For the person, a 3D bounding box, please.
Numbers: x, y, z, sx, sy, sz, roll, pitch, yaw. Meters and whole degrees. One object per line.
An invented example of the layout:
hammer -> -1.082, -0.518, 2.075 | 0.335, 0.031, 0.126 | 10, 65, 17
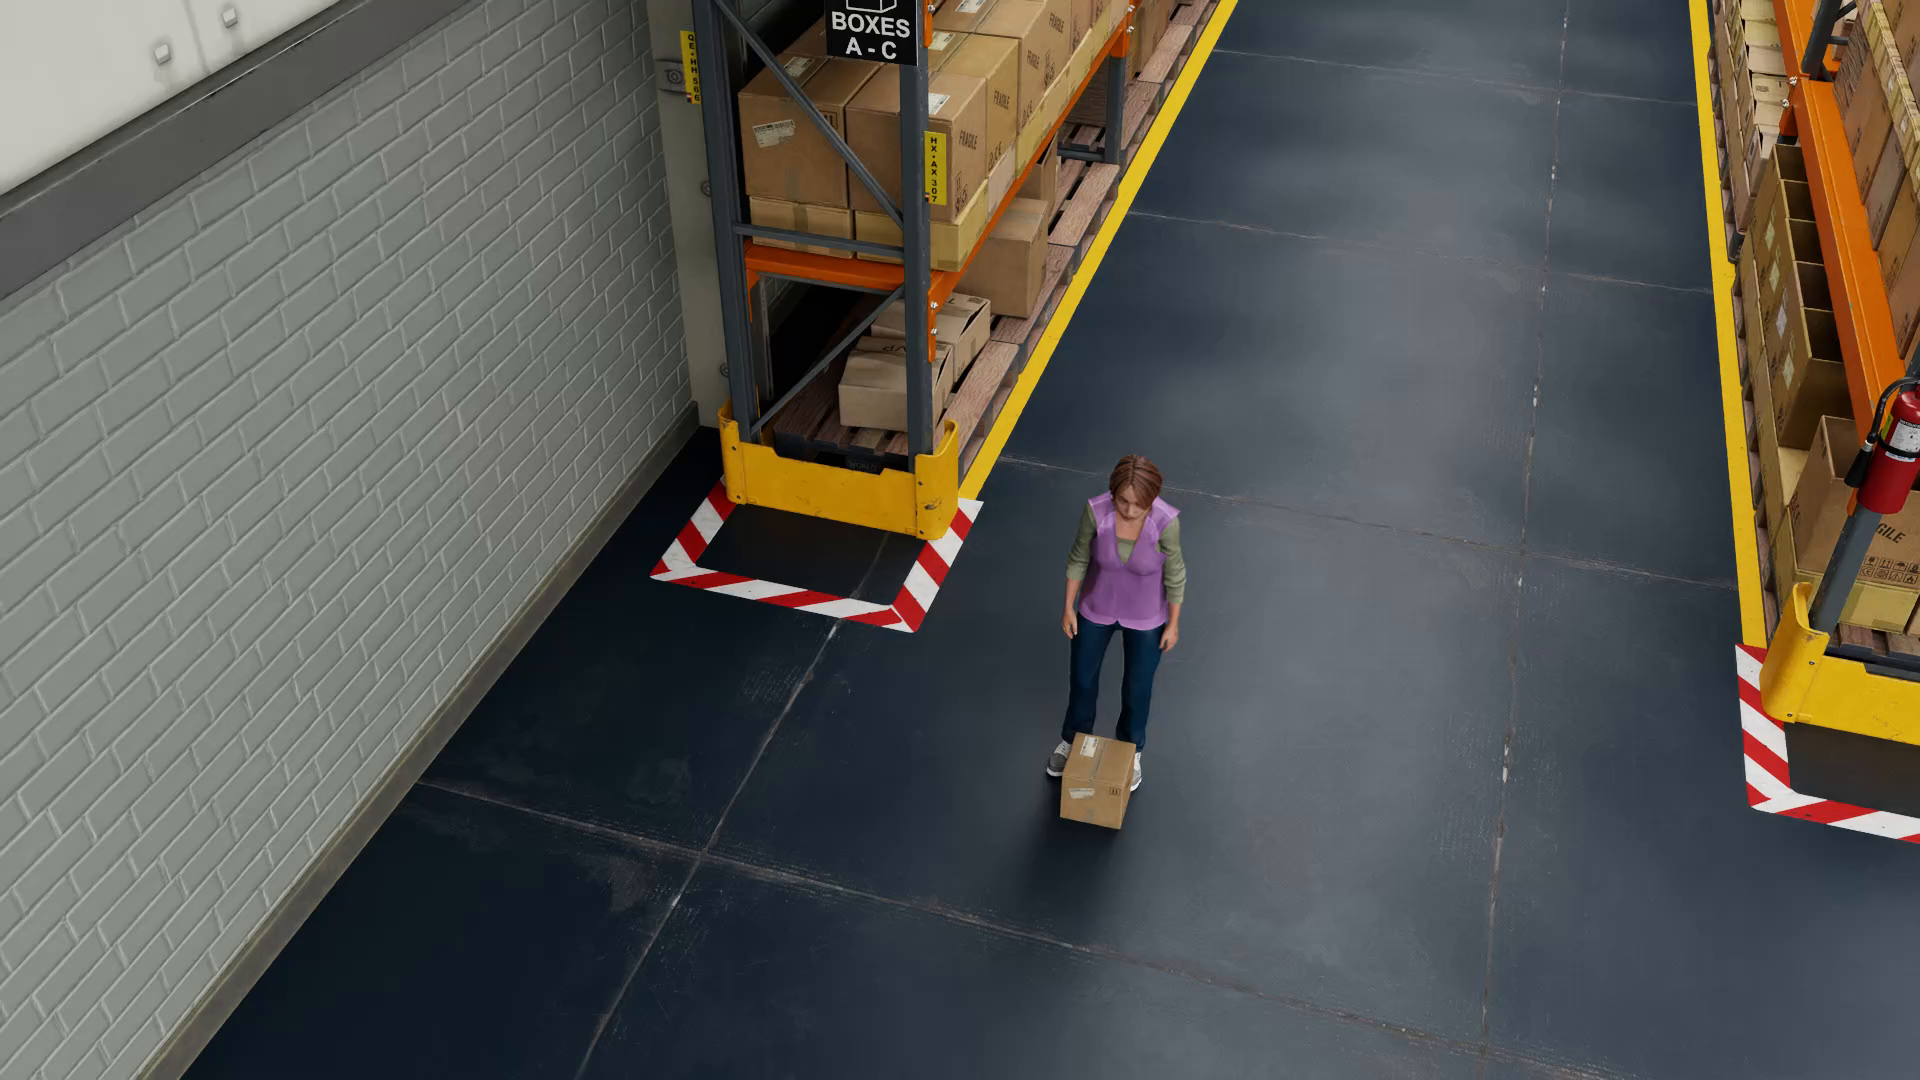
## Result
person -> 0.624, 0.303, 6.504 | 0.484, 1.592, 0.346 | 9, 38, 11
